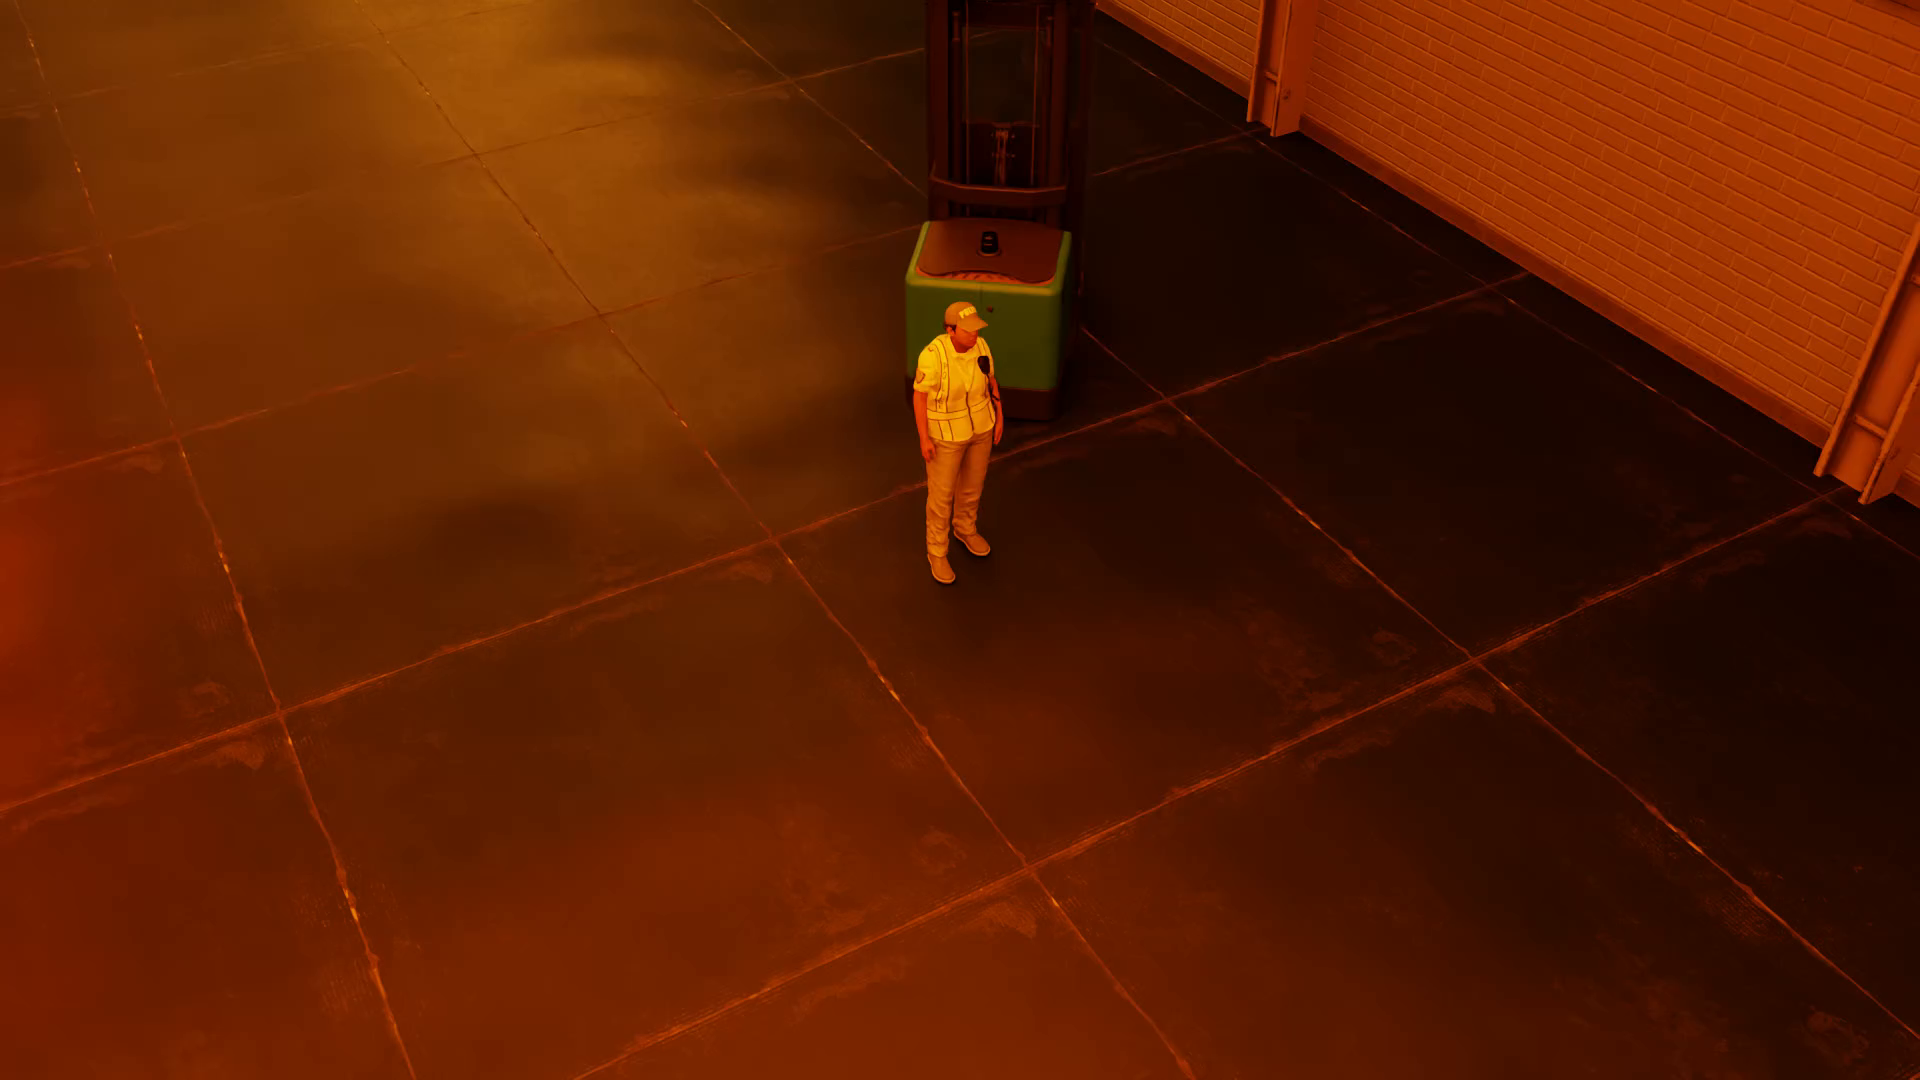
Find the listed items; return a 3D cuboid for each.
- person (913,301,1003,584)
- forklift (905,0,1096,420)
[{"bbox_3d":[0.019,-0.597,9.736,0.598,1.670,0.529,-20,44,-23],"label":"person"},{"bbox_3d":[0.355,-2.872,11.499,1.130,2.935,3.031,5,40,6],"label":"forklift"}]
